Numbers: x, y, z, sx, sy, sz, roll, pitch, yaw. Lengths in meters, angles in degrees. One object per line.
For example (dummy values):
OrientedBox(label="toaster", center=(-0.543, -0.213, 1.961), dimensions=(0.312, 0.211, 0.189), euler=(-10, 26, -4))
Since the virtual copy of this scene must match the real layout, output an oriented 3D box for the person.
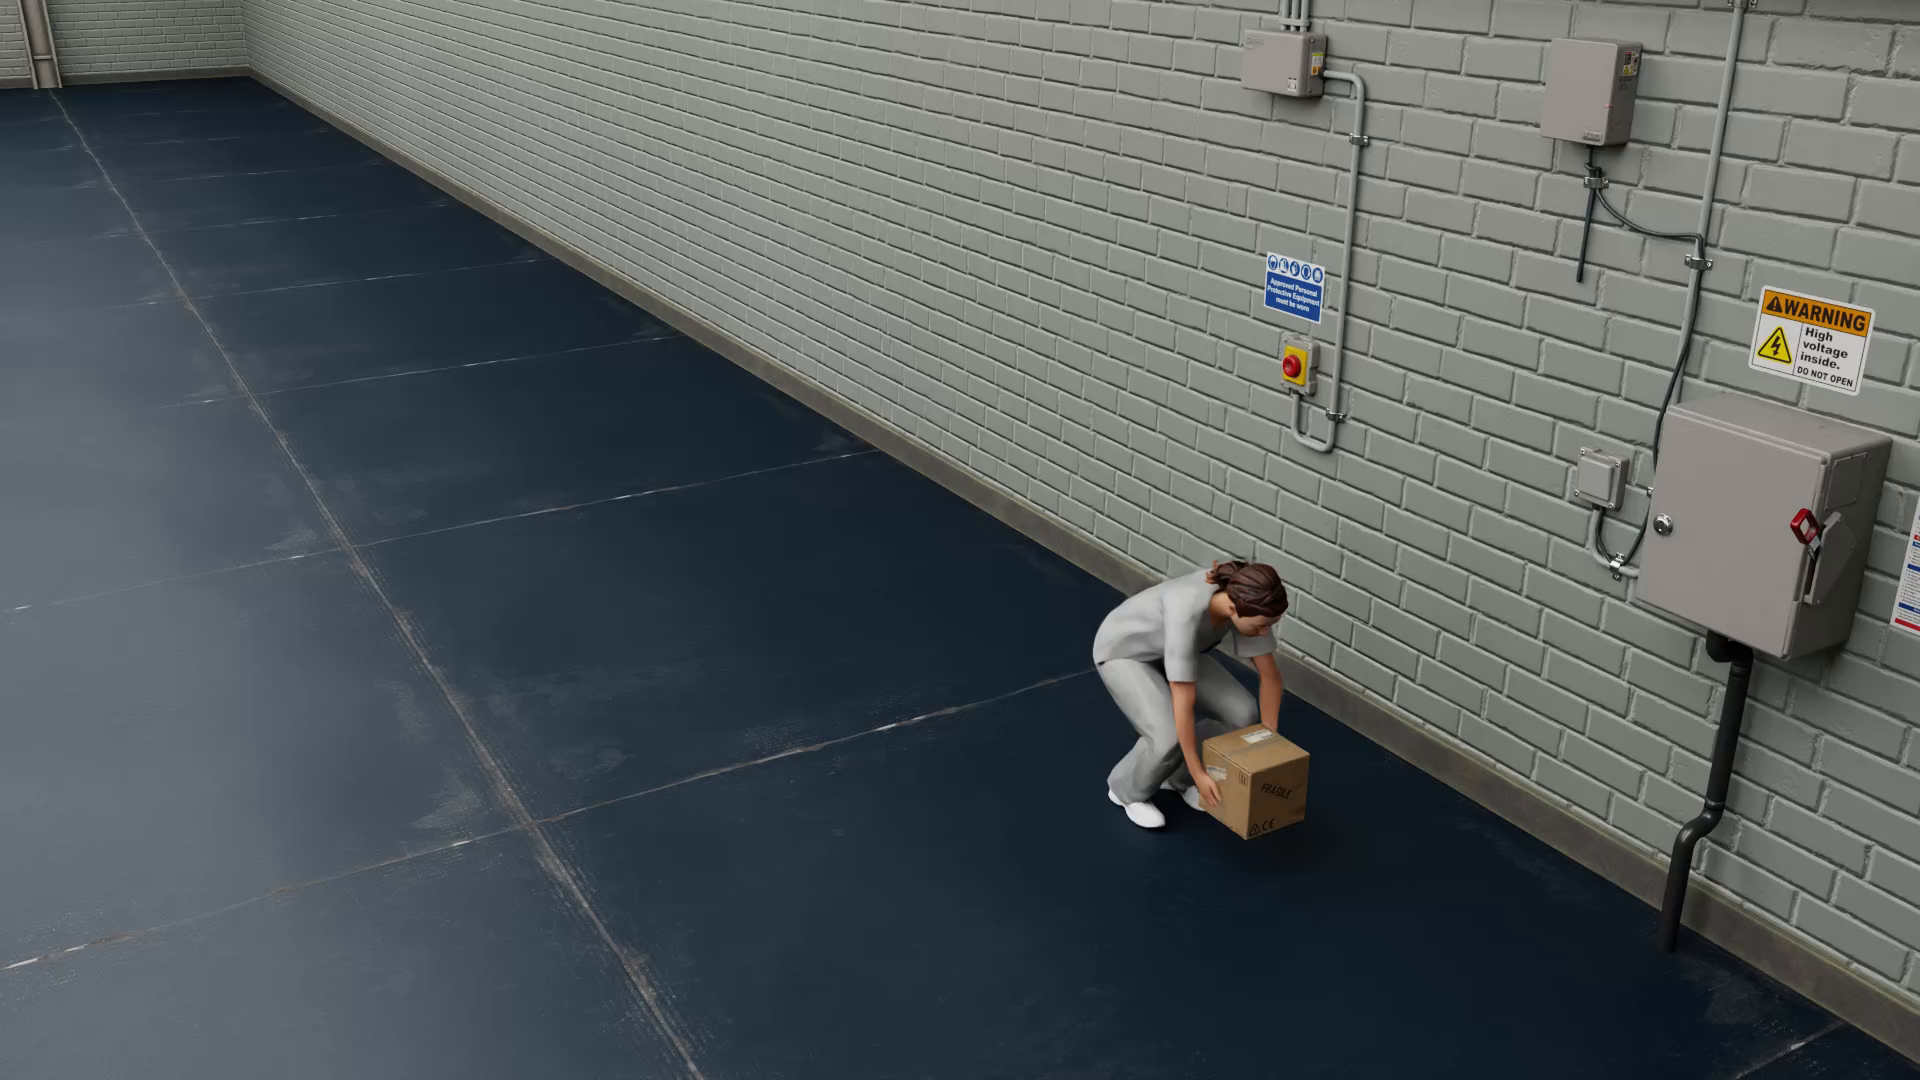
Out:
OrientedBox(label="person", center=(0.798, 0.485, 5.726), dimensions=(0.491, 1.048, 0.761), euler=(-12, 25, -28))
